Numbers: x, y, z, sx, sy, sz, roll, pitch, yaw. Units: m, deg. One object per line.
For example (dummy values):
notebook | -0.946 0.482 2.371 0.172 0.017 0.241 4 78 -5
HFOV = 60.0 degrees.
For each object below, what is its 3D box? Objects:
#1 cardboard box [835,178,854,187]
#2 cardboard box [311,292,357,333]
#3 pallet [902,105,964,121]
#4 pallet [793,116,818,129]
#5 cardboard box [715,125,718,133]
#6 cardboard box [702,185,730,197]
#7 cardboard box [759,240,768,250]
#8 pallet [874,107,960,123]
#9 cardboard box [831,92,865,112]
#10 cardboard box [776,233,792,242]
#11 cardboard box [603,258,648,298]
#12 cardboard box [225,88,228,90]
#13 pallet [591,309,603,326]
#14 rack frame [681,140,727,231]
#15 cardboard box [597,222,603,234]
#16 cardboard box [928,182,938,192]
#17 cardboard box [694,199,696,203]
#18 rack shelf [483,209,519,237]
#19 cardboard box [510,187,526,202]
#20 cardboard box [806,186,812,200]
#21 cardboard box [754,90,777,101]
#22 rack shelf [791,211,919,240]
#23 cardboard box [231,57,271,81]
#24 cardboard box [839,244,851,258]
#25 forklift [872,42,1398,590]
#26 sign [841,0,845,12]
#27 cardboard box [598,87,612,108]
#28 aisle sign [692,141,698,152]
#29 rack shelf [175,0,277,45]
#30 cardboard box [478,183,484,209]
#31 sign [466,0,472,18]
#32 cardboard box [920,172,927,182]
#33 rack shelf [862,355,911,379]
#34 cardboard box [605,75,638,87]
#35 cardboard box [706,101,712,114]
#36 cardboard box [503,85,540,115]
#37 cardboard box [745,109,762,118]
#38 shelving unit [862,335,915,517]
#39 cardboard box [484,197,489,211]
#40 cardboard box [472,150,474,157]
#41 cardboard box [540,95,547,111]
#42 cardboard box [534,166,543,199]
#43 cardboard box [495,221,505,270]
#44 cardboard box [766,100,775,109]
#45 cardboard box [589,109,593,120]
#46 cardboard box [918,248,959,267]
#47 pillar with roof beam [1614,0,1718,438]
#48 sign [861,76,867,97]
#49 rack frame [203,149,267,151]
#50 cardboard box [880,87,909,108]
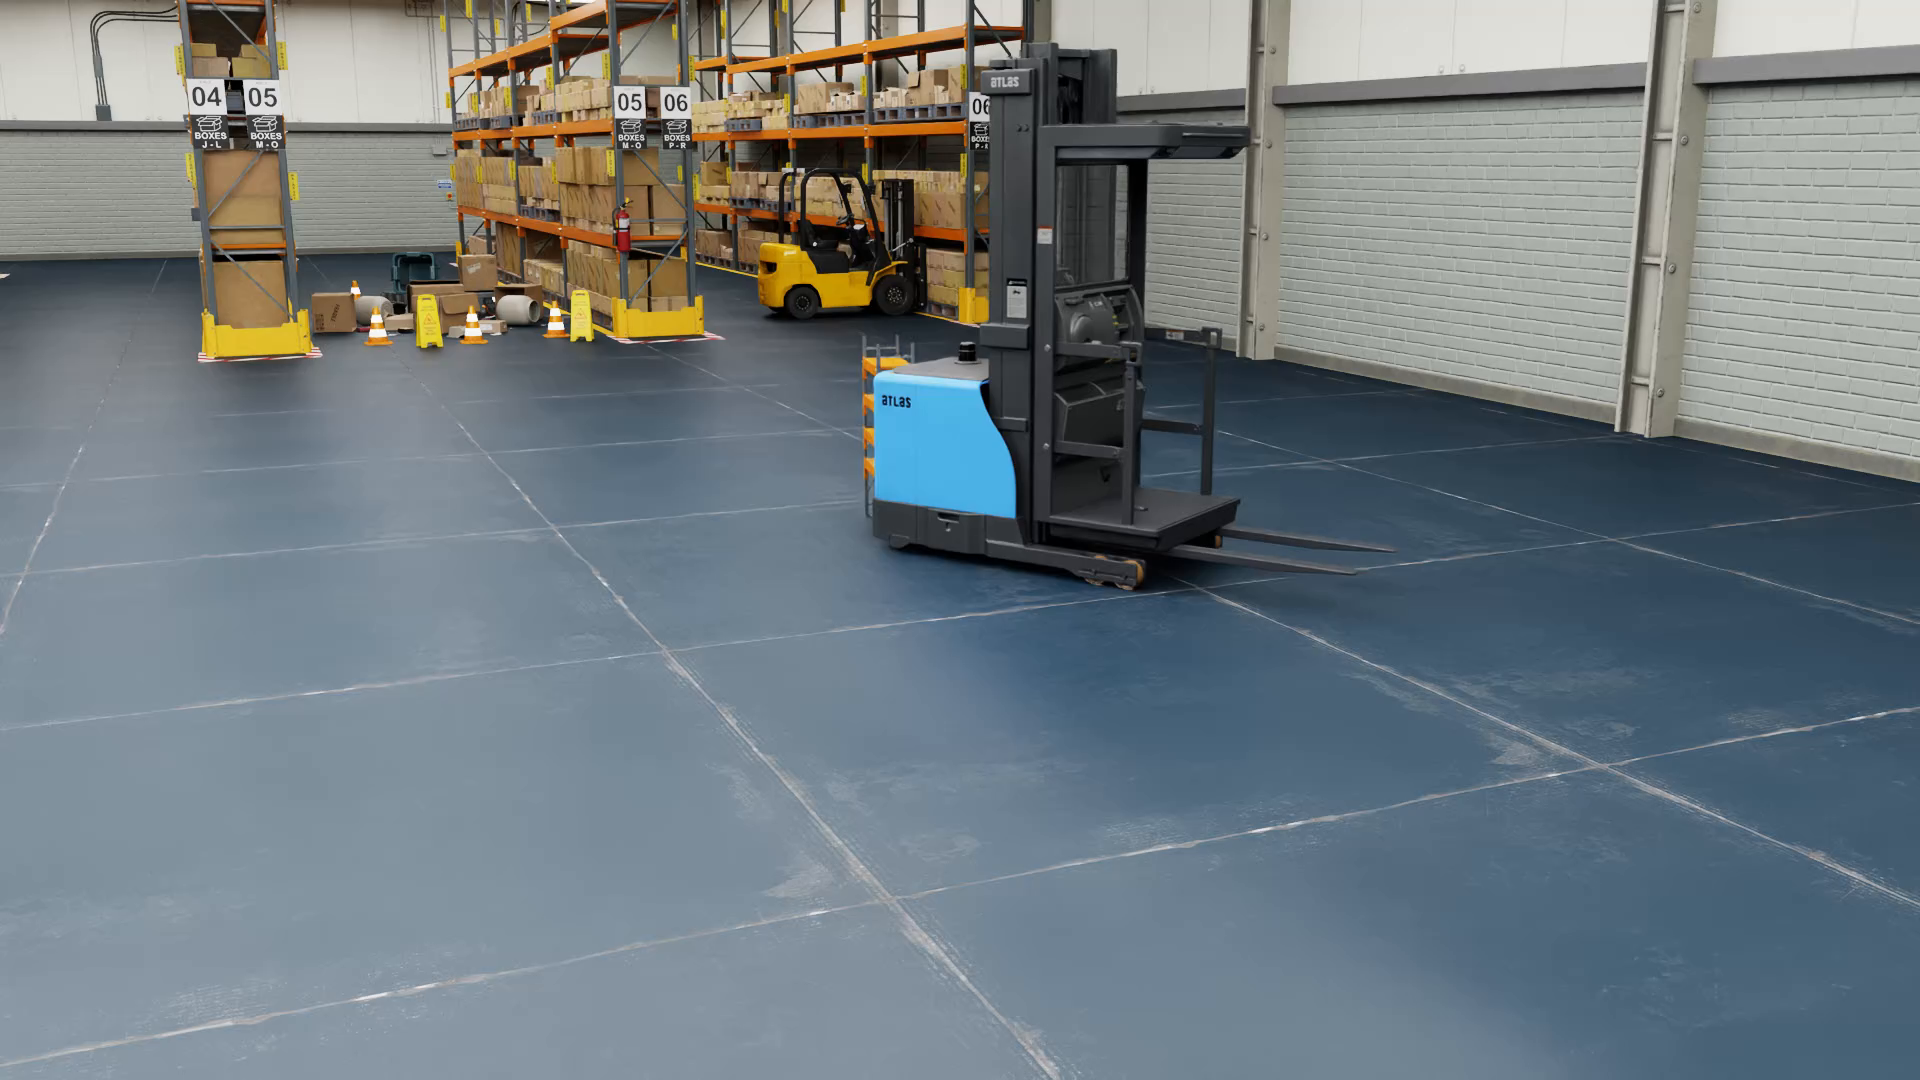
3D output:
cardboard box | -1.925 -6.141 28.591 0.380 0.149 0.250 -5 14 -22
cardboard box | -8.525 -3.103 22.662 0.500 0.500 0.500 -3 13 -13
pallet | -0.195 -6.457 25.161 1.003 0.211 1.213 -6 14 -23
pallet | -2.294 -7.528 30.010 1.213 0.211 1.003 -5 14 -20
cardboard box | -4.954 -8.662 35.049 0.380 0.149 0.250 -6 14 -23
cardboard box | -5.285 -7.585 36.164 0.500 0.250 0.500 -6 14 -24
cardboard box | -3.642 -5.663 32.800 0.500 0.500 0.500 -6 14 -25
pallet | -0.680 -6.709 26.248 1.003 0.211 1.213 -6 14 -23
cardboard box | -1.866 -7.422 28.177 0.500 0.311 0.500 -6 14 -25
cardboard box | -3.345 -5.843 32.139 0.380 0.149 0.250 -5 14 -21
cardboard box | -4.550 -3.561 22.608 0.500 0.500 0.500 -6 14 -23
cardboard box | -10.148 -6.208 22.406 0.500 0.250 0.500 -6 14 -23
pallet | -4.798 -3.269 24.025 1.003 0.211 1.213 -6 14 -23
rack frame | -5.852 -7.944 38.040 1.000 3.000 0.127 -6 14 -23
cardboard box | -4.753 -4.272 22.733 0.380 0.149 0.250 -5 14 -22
cardboard box | -0.255 -5.261 24.790 0.380 0.149 0.250 -6 14 -25
cardboard box | -5.828 -7.680 37.459 0.380 0.149 0.250 -5 14 -22
rack shelf | -7.995 -5.904 30.824 1.077 0.370 4.000 -6 14 -23
cardboard box | -7.621 -6.089 29.252 0.500 0.250 0.500 -6 14 -23
cardboard box | -2.494 -6.244 29.920 0.500 0.250 0.500 -5 14 -21
cardboard box | -3.928 -8.948 33.551 0.396 0.266 0.258 -6 14 -23
rack shelf | -1.847 -5.527 29.194 1.077 0.370 4.000 -6 14 -23
cardboard box | -8.443 -5.630 19.912 0.500 0.250 0.500 -6 14 -23
cardboard box | -1.569 -4.780 28.705 0.875 0.625 0.625 -6 14 -24
forklift | 0.975 -1.288 9.435 3.031 2.935 1.130 9 16 33
sign | -2.141 -9.797 30.319 0.100 0.325 0.005 -6 14 -23
cardboard box | -4.442 -5.804 21.813 0.500 0.250 0.500 -6 14 -24
aisle sign | -6.149 -9.198 37.693 0.394 0.787 0.004 -6 14 -23
rack shelf | -9.286 -6.512 21.030 1.077 0.370 4.000 -6 14 -23
cardboard box | -9.217 -6.790 32.832 0.500 0.500 0.500 -5 14 -22
sign | -9.315 -10.078 31.534 0.100 0.325 0.005 -6 14 -23
cardboard box | -0.383 -5.457 24.977 0.380 0.149 0.250 -5 14 -22
rack shelf | -0.457 -1.074 10.605 0.258 0.148 0.480 -3 13 -13
cardboard box | -4.396 -5.960 21.603 0.380 0.149 0.250 -5 14 -22
cardboard box | -5.079 -9.186 35.320 0.500 0.250 0.500 -5 14 -22
cardboard box | -7.484 -7.622 28.838 0.797 0.503 0.637 -7 15 -26
cardboard box | -3.990 -8.348 32.538 0.380 0.149 0.250 -5 14 -22
shelving unit | -0.457 -0.691 10.693 0.258 1.200 0.503 -3 13 -13
cardboard box | -8.862 -6.480 32.050 0.500 0.250 0.500 -6 14 -24
cardboard box | -9.666 -7.825 33.648 0.380 0.149 0.250 -6 14 -24
cardboard box | -6.360 -6.926 26.393 0.500 0.250 0.500 -5 14 -22
cardboard box | -6.599 -5.806 26.990 0.500 0.500 0.500 -6 14 -25
cardboard box | -8.475 -5.717 32.199 0.875 0.875 0.875 -5 14 -21
cardboard box | -3.473 -8.279 31.624 0.380 0.149 0.250 -6 14 -24
cardboard box | -4.876 -5.843 22.870 0.380 0.149 0.250 -6 14 -25
cardboard box | -0.335 -4.265 25.096 0.500 0.250 0.500 -5 14 -22
pillar with roof beam | 1.966 -4.918 11.662 9.100 9.000 0.400 -6 14 -23
sign | -1.539 -7.280 26.675 0.100 0.325 0.005 -6 14 -23
rack frame | -11.689 -5.374 26.936 1.000 3.000 0.127 -6 14 -23
cardboard box | -0.935 -6.942 26.103 0.500 0.311 0.500 -5 14 -22
